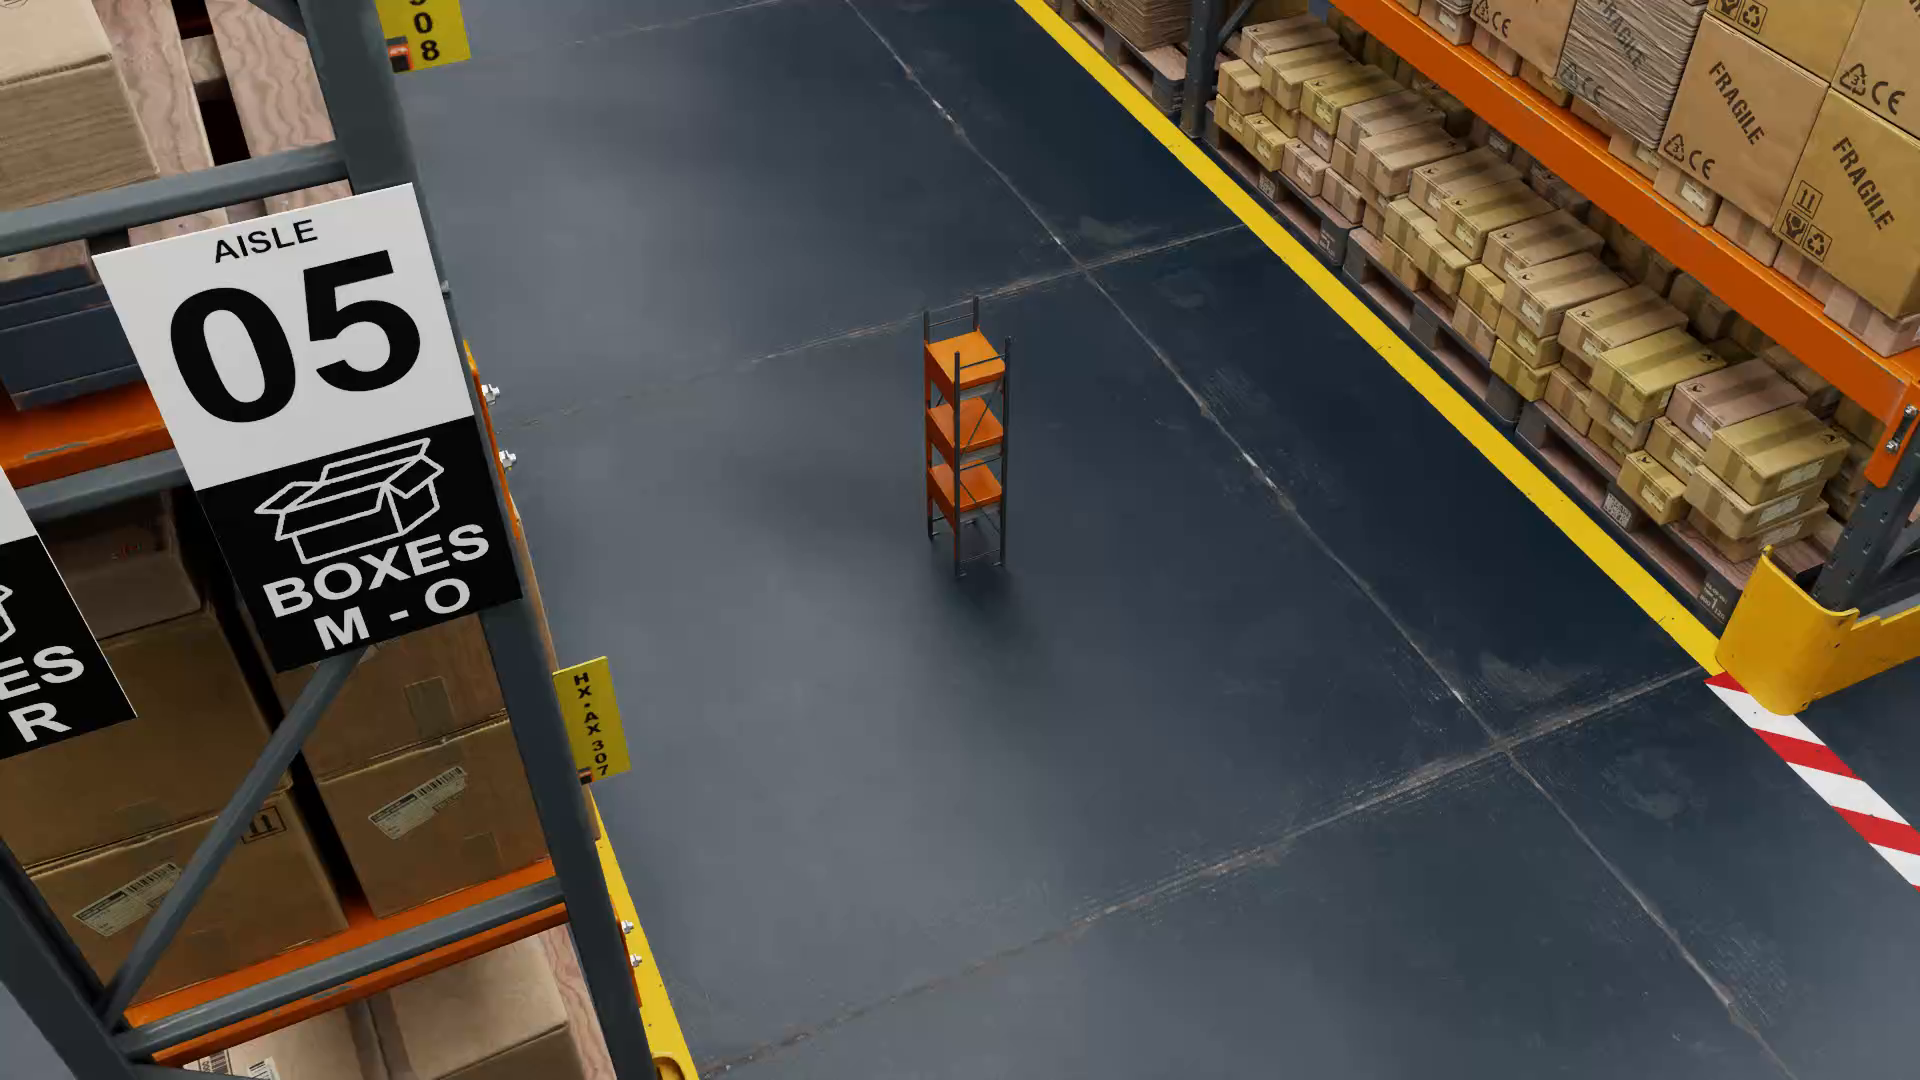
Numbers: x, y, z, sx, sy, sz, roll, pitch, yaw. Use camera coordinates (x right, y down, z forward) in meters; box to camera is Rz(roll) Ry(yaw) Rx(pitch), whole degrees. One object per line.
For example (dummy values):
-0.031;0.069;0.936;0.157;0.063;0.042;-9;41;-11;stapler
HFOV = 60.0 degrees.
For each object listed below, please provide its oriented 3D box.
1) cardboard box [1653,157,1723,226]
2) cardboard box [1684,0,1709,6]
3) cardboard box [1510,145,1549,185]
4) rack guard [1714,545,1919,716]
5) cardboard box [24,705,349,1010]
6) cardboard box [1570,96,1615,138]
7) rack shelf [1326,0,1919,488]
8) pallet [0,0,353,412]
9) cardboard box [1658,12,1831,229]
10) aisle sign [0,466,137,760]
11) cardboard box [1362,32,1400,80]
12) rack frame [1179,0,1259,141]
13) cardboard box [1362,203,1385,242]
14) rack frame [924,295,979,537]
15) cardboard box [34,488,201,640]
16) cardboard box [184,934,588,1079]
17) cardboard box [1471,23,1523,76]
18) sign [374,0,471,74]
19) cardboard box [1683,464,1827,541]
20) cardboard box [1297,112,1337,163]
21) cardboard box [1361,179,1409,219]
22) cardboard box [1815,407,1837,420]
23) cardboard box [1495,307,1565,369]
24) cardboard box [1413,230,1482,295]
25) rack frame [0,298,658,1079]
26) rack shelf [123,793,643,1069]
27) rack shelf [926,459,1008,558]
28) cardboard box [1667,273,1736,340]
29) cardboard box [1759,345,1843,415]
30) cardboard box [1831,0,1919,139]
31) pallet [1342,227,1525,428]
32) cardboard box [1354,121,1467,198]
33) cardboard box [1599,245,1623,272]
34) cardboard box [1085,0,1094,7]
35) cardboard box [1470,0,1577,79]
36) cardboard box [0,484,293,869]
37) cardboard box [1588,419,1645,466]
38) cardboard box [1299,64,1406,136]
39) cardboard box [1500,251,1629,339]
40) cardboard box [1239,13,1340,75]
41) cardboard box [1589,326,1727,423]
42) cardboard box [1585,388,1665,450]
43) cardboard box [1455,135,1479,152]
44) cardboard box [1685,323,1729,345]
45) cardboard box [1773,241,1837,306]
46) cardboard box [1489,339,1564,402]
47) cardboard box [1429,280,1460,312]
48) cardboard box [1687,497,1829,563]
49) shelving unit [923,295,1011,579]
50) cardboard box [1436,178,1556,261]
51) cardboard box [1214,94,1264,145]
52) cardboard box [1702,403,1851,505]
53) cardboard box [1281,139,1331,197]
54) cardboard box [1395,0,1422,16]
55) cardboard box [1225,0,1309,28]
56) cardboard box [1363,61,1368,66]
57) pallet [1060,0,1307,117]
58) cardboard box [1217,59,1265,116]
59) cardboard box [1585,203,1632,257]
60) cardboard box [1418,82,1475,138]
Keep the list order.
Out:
2.548;-1.205;5.514;0.380;0.149;0.250;-17;47;-16;cardboard box
2.402;-2.056;5.204;0.500;0.500;0.500;-16;47;-15;cardboard box
2.579;-1.625;7.069;0.380;0.149;0.250;-20;48;-19;cardboard box
3.228;0.152;5.740;1.175;0.500;0.348;-18;47;-17;rack guard
-1.632;0.572;3.463;0.500;0.500;0.500;-18;47;-17;cardboard box
2.404;-1.571;5.885;0.380;0.149;0.250;-20;48;-19;cardboard box
2.419;-1.708;6.357;1.077;0.370;4.000;-18;47;-17;rack shelf
-1.511;-0.669;2.720;1.003;0.211;1.213;-18;47;-17;pallet
2.625;-1.371;5.221;0.500;0.500;0.500;-19;48;-18;cardboard box
-1.440;0.049;2.214;0.394;0.787;0.004;-18;47;-17;aisle sign
2.107;-2.284;7.736;0.380;0.149;0.250;-17;47;-17;cardboard box
1.578;-3.238;7.396;1.000;3.000;0.127;-18;47;-17;rack frame
2.000;-1.425;7.290;0.380;0.149;0.250;-20;48;-19;cardboard box
-0.029;-0.417;5.925;0.200;1.050;0.008;-18;47;-17;rack frame
-1.522;0.045;2.824;0.380;0.149;0.250;-17;47;-17;cardboard box
-1.557;1.208;4.415;0.875;0.438;0.875;-20;48;-19;cardboard box
2.153;-1.890;6.208;0.380;0.149;0.250;-16;47;-16;cardboard box
-0.683;-0.730;2.040;0.100;0.325;0.005;-18;47;-17;sign
2.779;-0.182;5.818;0.380;0.149;0.250;-19;48;-18;cardboard box
1.763;-1.874;7.533;0.380;0.149;0.250;-18;47;-18;cardboard box
1.968;-1.519;7.173;0.380;0.149;0.250;-16;47;-16;cardboard box
3.208;-0.531;6.171;0.380;0.149;0.250;-18;47;-18;cardboard box
2.329;-0.839;6.483;0.380;0.149;0.250;-17;47;-17;cardboard box
2.097;-1.175;6.824;0.380;0.149;0.250;-18;47;-17;cardboard box
-1.189;0.837;3.266;1.000;3.000;0.127;-18;47;-17;rack frame
-2.030;-0.181;4.810;1.077;0.370;4.000;-18;47;-17;rack shelf
0.022;-0.134;6.049;0.215;0.259;0.240;-18;47;-17;rack shelf
2.953;-0.942;6.376;0.380;0.149;0.250;-20;48;-19;cardboard box
3.123;-0.610;6.040;0.380;0.149;0.250;-17;47;-17;cardboard box
2.842;-1.405;4.543;0.500;0.500;0.500;-19;48;-18;cardboard box
2.409;-1.050;7.163;1.003;0.211;1.213;-18;47;-17;pallet
1.911;-1.619;7.062;0.380;0.149;0.250;-17;47;-17;cardboard box
2.666;-1.158;6.807;0.380;0.149;0.250;-16;47;-15;cardboard box
0.823;-3.222;8.861;0.500;0.500;0.500;-19;48;-18;cardboard box
2.203;-2.012;5.870;0.500;0.500;0.500;-16;47;-15;cardboard box
-1.608;0.209;3.120;0.500;0.500;0.500;-17;47;-16;cardboard box
2.616;-0.426;6.276;0.380;0.149;0.250;-18;47;-18;cardboard box
1.748;-1.964;7.412;0.380;0.149;0.250;-19;48;-18;cardboard box
2.315;-0.941;6.376;0.380;0.149;0.250;-16;47;-16;cardboard box
1.535;-2.304;7.757;0.380;0.149;0.250;-16;47;-16;cardboard box
2.529;-0.603;6.032;0.380;0.149;0.250;-19;48;-18;cardboard box
2.559;-0.513;6.153;0.380;0.149;0.250;-20;48;-19;cardboard box
2.394;-1.692;7.348;0.380;0.149;0.250;-17;47;-16;cardboard box
3.016;-0.856;6.501;0.380;0.149;0.250;-17;47;-16;cardboard box
2.796;-0.894;5.199;0.380;0.149;0.250;-18;47;-17;cardboard box
2.336;-0.723;6.578;0.380;0.149;0.250;-20;48;-19;cardboard box
2.201;-1.086;6.946;0.380;0.149;0.250;-17;47;-16;cardboard box
2.849;-0.098;5.944;0.380;0.149;0.250;-17;47;-17;cardboard box
0.022;-0.340;5.847;0.215;1.050;0.252;-18;47;-17;shelving unit
2.169;-1.301;6.740;0.380;0.149;0.250;-18;47;-17;cardboard box
1.439;-2.046;7.919;0.380;0.149;0.250;-20;48;-19;cardboard box
2.807;-0.298;5.724;0.380;0.149;0.250;-18;47;-17;cardboard box
1.703;-1.733;7.602;0.380;0.149;0.250;-18;47;-18;cardboard box
1.891;-2.220;6.543;0.380;0.149;0.250;-17;47;-17;cardboard box
1.508;-3.047;8.683;0.500;0.500;0.500;-16;47;-16;cardboard box
2.124;-2.203;7.866;0.380;0.149;0.250;-20;48;-19;cardboard box
1.249;-2.741;8.878;1.003;0.211;1.213;-18;47;-17;pallet
1.440;-2.153;7.816;0.380;0.149;0.250;-16;47;-16;cardboard box
2.776;-1.303;6.742;0.380;0.149;0.250;-17;47;-17;cardboard box
2.256;-1.939;7.387;0.380;0.149;0.250;-17;47;-16;cardboard box
